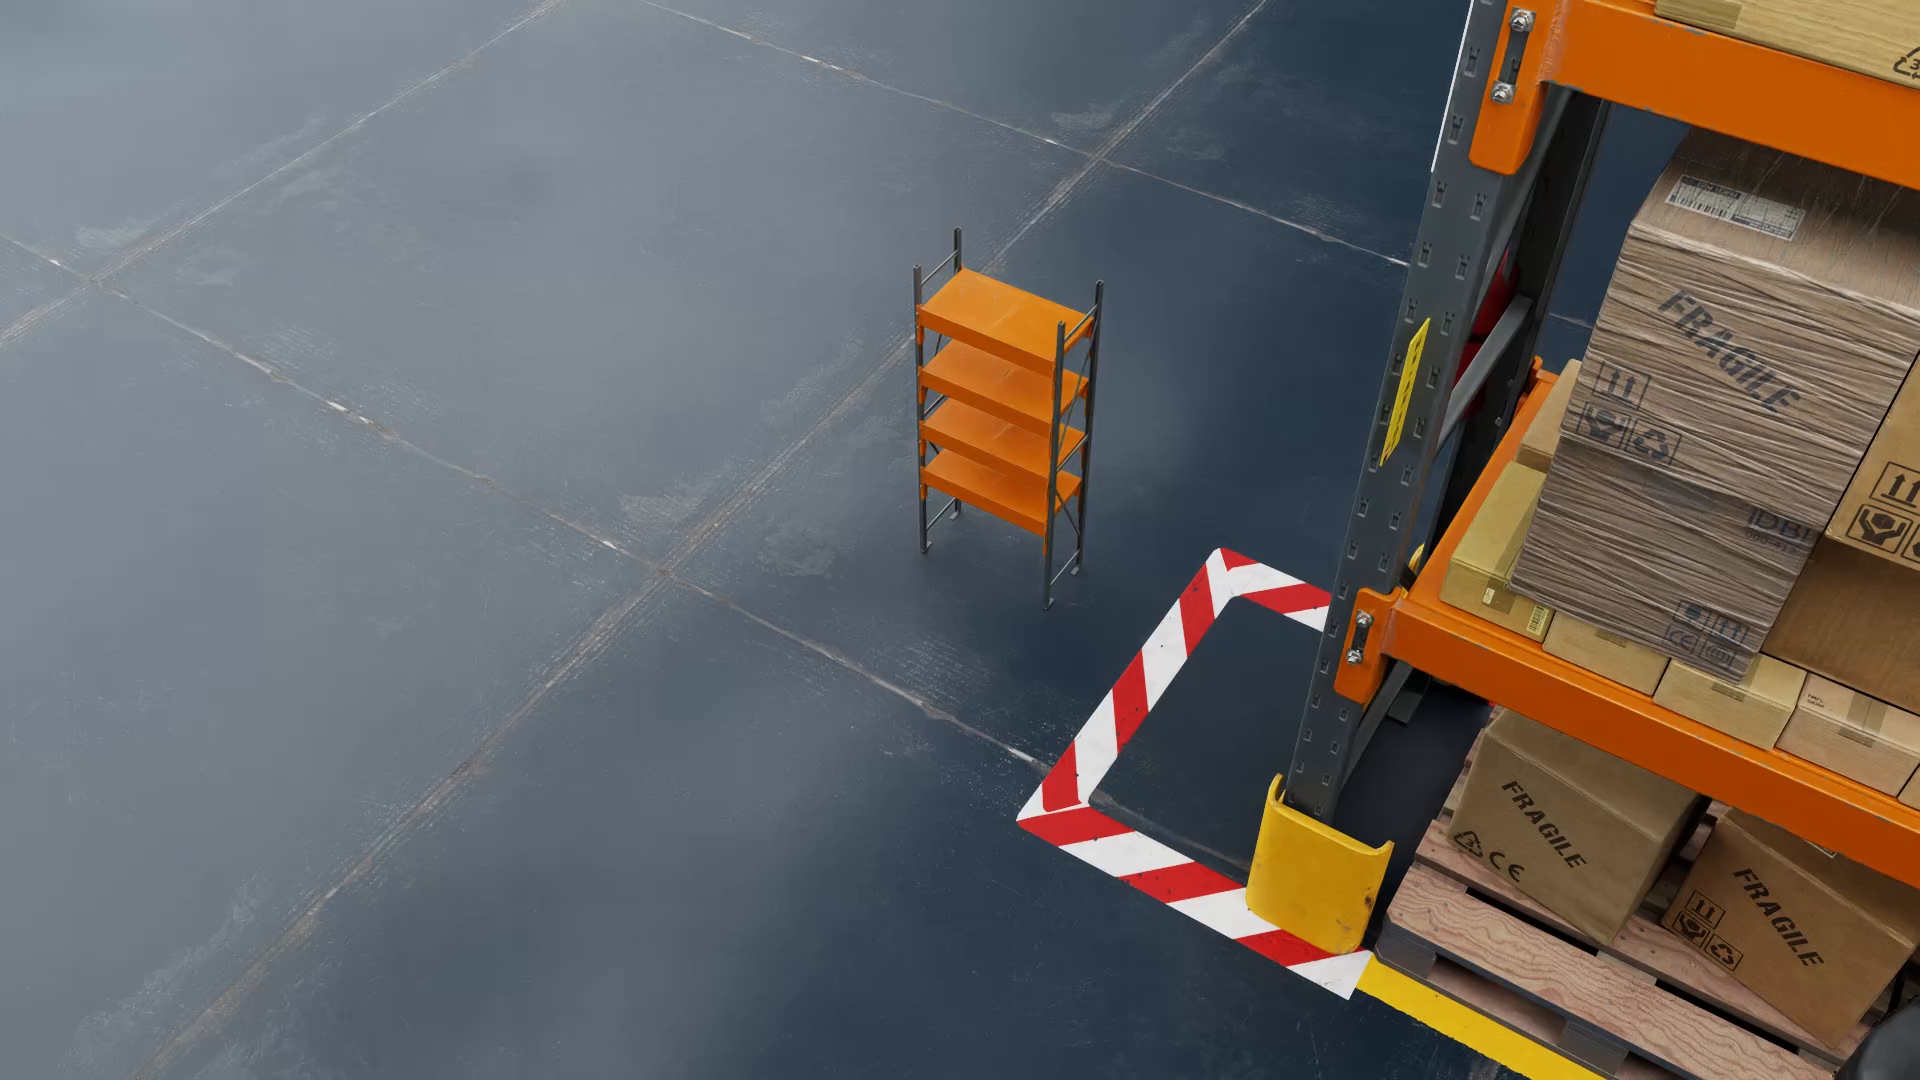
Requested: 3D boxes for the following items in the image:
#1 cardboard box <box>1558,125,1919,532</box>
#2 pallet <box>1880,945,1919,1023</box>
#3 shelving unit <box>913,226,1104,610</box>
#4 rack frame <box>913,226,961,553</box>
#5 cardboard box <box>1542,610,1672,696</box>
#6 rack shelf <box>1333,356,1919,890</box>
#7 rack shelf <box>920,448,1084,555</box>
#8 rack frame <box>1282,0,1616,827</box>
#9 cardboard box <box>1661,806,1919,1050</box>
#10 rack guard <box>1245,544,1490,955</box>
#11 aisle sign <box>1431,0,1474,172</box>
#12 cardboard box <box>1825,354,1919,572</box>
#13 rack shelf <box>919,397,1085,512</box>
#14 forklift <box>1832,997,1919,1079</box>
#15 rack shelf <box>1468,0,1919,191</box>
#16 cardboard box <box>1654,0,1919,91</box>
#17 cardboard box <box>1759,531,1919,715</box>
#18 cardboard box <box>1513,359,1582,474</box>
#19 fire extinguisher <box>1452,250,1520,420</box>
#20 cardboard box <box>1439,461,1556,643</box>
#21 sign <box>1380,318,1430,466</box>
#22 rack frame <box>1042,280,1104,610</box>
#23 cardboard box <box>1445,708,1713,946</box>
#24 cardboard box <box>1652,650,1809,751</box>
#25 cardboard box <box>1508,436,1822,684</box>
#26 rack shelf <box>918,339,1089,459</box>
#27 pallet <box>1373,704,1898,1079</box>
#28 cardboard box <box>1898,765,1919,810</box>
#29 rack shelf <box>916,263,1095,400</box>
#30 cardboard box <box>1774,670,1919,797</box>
[{"bbox_3d":[1.502,-0.430,3.102,0.500,0.500,0.500,25,51,22],"label":"cardboard box"},{"bbox_3d":[2.938,1.490,4.155,1.213,0.211,1.003,25,51,22],"label":"pallet"},{"bbox_3d":[0.139,-0.354,5.257,0.503,1.200,0.258,25,51,22],"label":"shelving unit"},{"bbox_3d":[-0.066,-0.449,5.349,0.015,1.200,0.240,25,51,22],"label":"rack frame"},{"bbox_3d":[1.498,0.130,3.707,0.250,0.149,0.380,25,51,22],"label":"cardboard box"},{"bbox_3d":[2.870,0.705,3.475,4.000,0.370,1.077,25,51,22],"label":"rack shelf"},{"bbox_3d":[0.139,-0.169,5.448,0.480,0.148,0.258,25,51,22],"label":"rack shelf"},{"bbox_3d":[1.186,-0.320,3.970,0.127,3.000,1.000,25,51,22],"label":"rack frame"},{"bbox_3d":[2.225,0.867,4.266,0.500,0.500,0.500,-33,54,-28],"label":"cardboard box"},{"bbox_3d":[1.250,0.580,4.838,0.348,0.500,1.175,25,51,22],"label":"rack guard"},{"bbox_3d":[0.972,-1.069,2.885,0.004,0.787,0.394,25,51,22],"label":"aisle sign"},{"bbox_3d":[1.919,-0.232,2.909,0.500,0.500,0.500,25,51,22],"label":"cardboard box"},{"bbox_3d":[0.139,-0.307,5.306,0.480,0.148,0.258,25,51,22],"label":"rack shelf"},{"bbox_3d":[1.321,1.836,1.923,3.031,2.935,1.130,28,52,25],"label":"forklift"},{"bbox_3d":[2.870,-0.341,2.399,4.000,0.370,1.077,25,51,22],"label":"rack shelf"},{"bbox_3d":[1.452,-0.971,2.615,0.500,0.250,0.500,26,51,23],"label":"cardboard box"},{"bbox_3d":[2.120,-0.108,3.486,0.500,0.500,0.875,25,51,22],"label":"cardboard box"},{"bbox_3d":[1.538,-0.247,4.074,0.250,0.149,0.380,25,51,22],"label":"cardboard box"},{"bbox_3d":[1.339,-0.616,4.311,0.183,0.674,0.296,25,51,22],"label":"fire extinguisher"},{"bbox_3d":[1.298,0.022,3.813,0.250,0.149,0.380,25,51,22],"label":"cardboard box"},{"bbox_3d":[0.894,-0.294,3.341,0.005,0.325,0.100,25,51,22],"label":"sign"},{"bbox_3d":[0.345,-0.260,5.166,0.015,1.200,0.240,25,51,22],"label":"rack frame"},{"bbox_3d":[1.703,0.656,4.471,0.500,0.500,0.500,34,55,29],"label":"cardboard box"},{"bbox_3d":[1.700,0.236,3.604,0.250,0.149,0.380,25,51,22],"label":"cardboard box"},{"bbox_3d":[1.635,-0.229,3.604,0.500,0.500,0.875,25,51,22],"label":"cardboard box"},{"bbox_3d":[0.139,-0.463,5.145,0.480,0.148,0.258,25,51,22],"label":"rack shelf"},{"bbox_3d":[1.915,1.017,4.615,1.213,0.211,1.003,25,51,22],"label":"pallet"},{"bbox_3d":[2.128,0.421,3.424,0.250,0.149,0.380,25,51,22],"label":"cardboard box"},{"bbox_3d":[0.139,-0.628,4.976,0.480,0.148,0.258,25,51,22],"label":"rack shelf"},{"bbox_3d":[1.922,0.320,3.523,0.250,0.149,0.380,25,51,22],"label":"cardboard box"}]
